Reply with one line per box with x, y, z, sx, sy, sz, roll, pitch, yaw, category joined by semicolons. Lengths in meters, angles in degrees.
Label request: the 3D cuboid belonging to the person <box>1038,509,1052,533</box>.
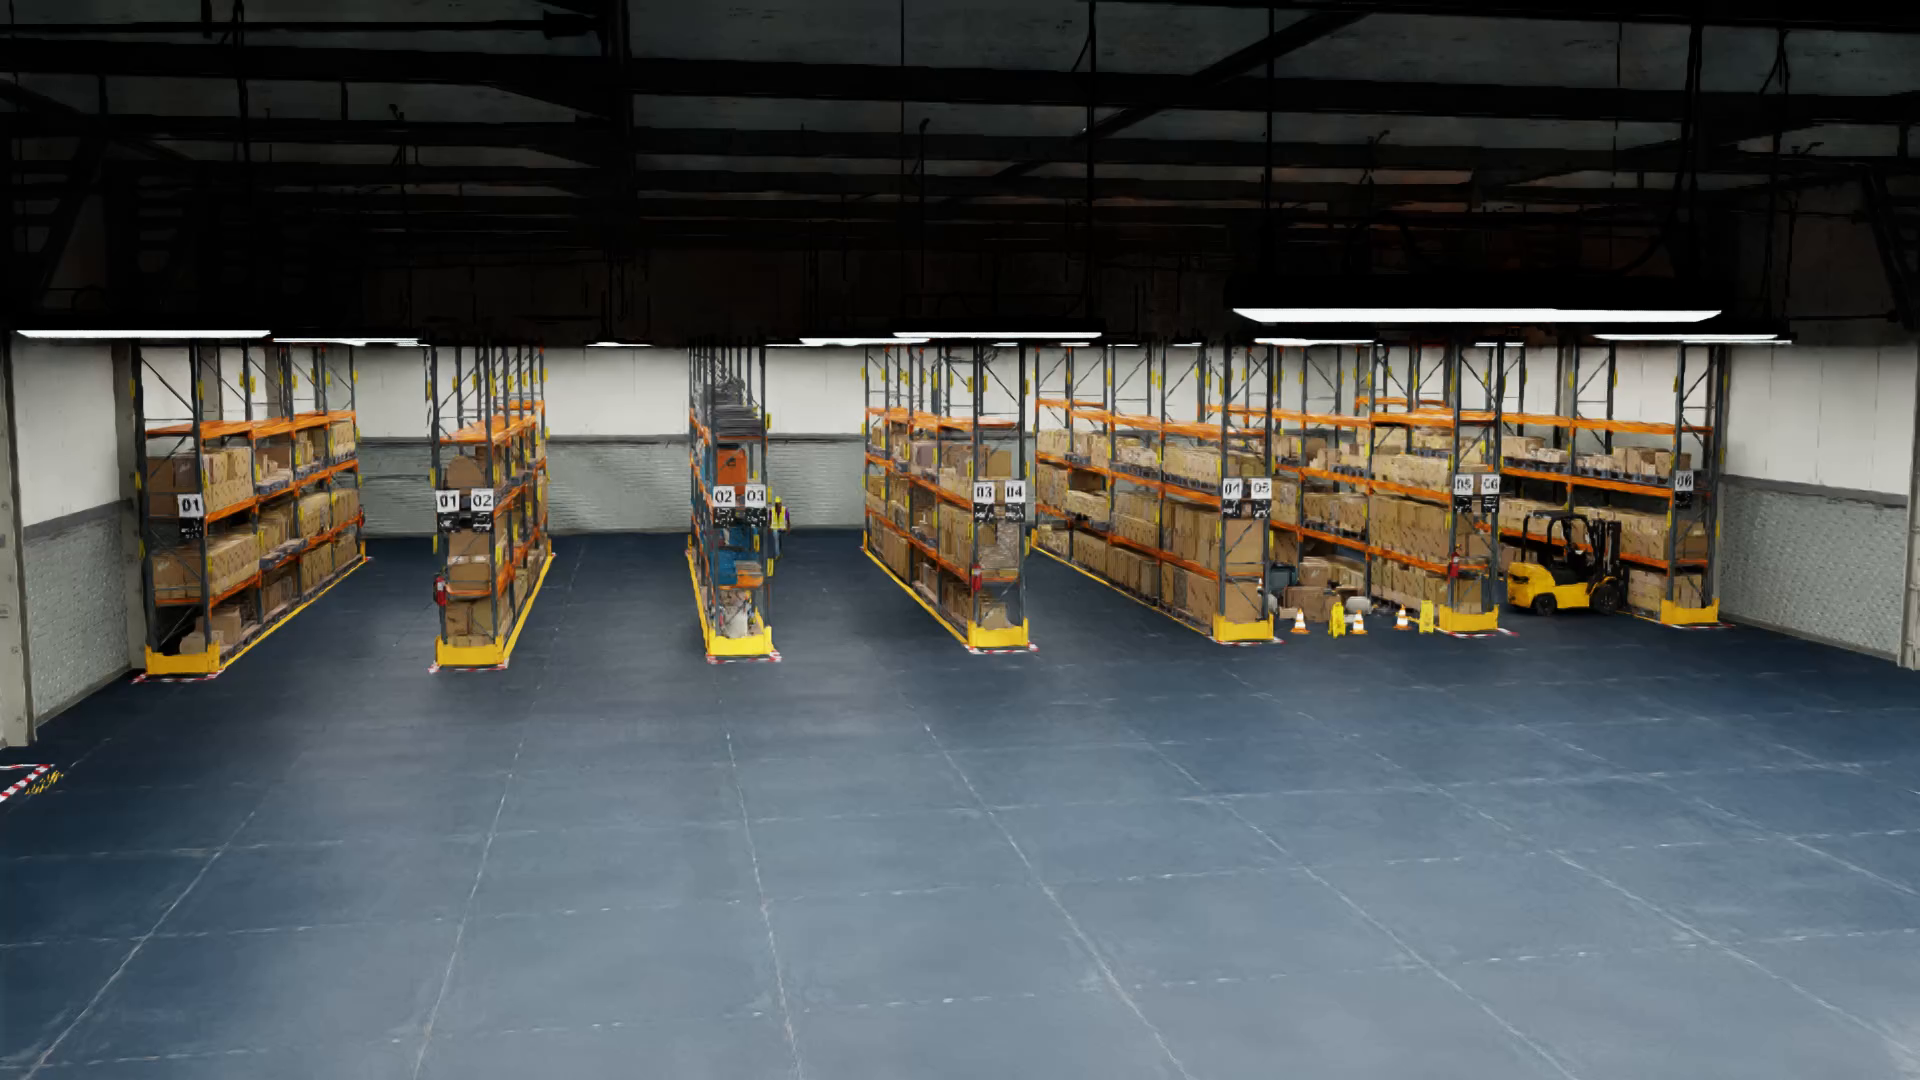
2.610;-1.101;52.052;0.612;1.762;0.593;-6;9;-43;person

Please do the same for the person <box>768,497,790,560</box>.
-4.936;-0.329;45.424;0.589;1.716;1.043;-1;7;-12;person
